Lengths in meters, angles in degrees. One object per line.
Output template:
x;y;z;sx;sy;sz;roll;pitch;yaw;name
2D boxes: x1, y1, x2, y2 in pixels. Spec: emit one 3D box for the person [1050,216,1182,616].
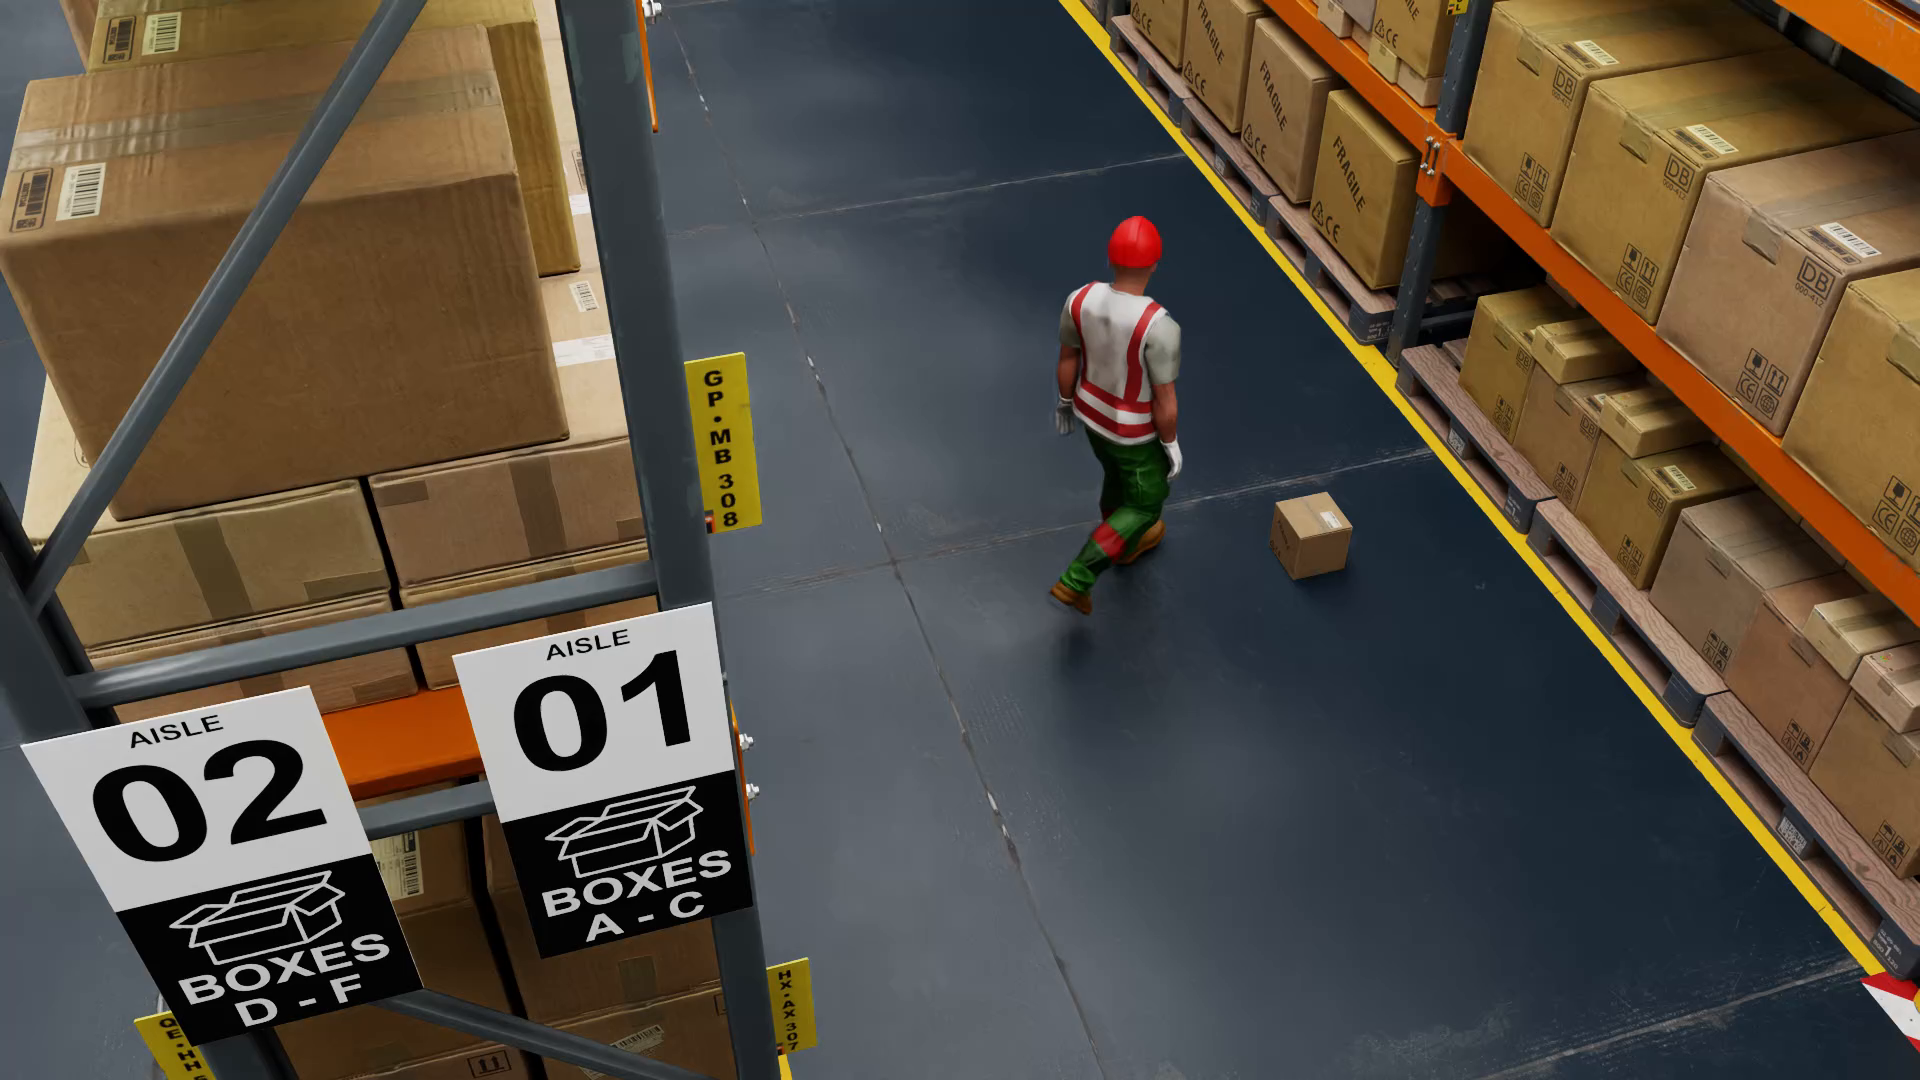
0.640;-0.464;6.659;0.850;1.776;0.601;-31;50;-30;person
